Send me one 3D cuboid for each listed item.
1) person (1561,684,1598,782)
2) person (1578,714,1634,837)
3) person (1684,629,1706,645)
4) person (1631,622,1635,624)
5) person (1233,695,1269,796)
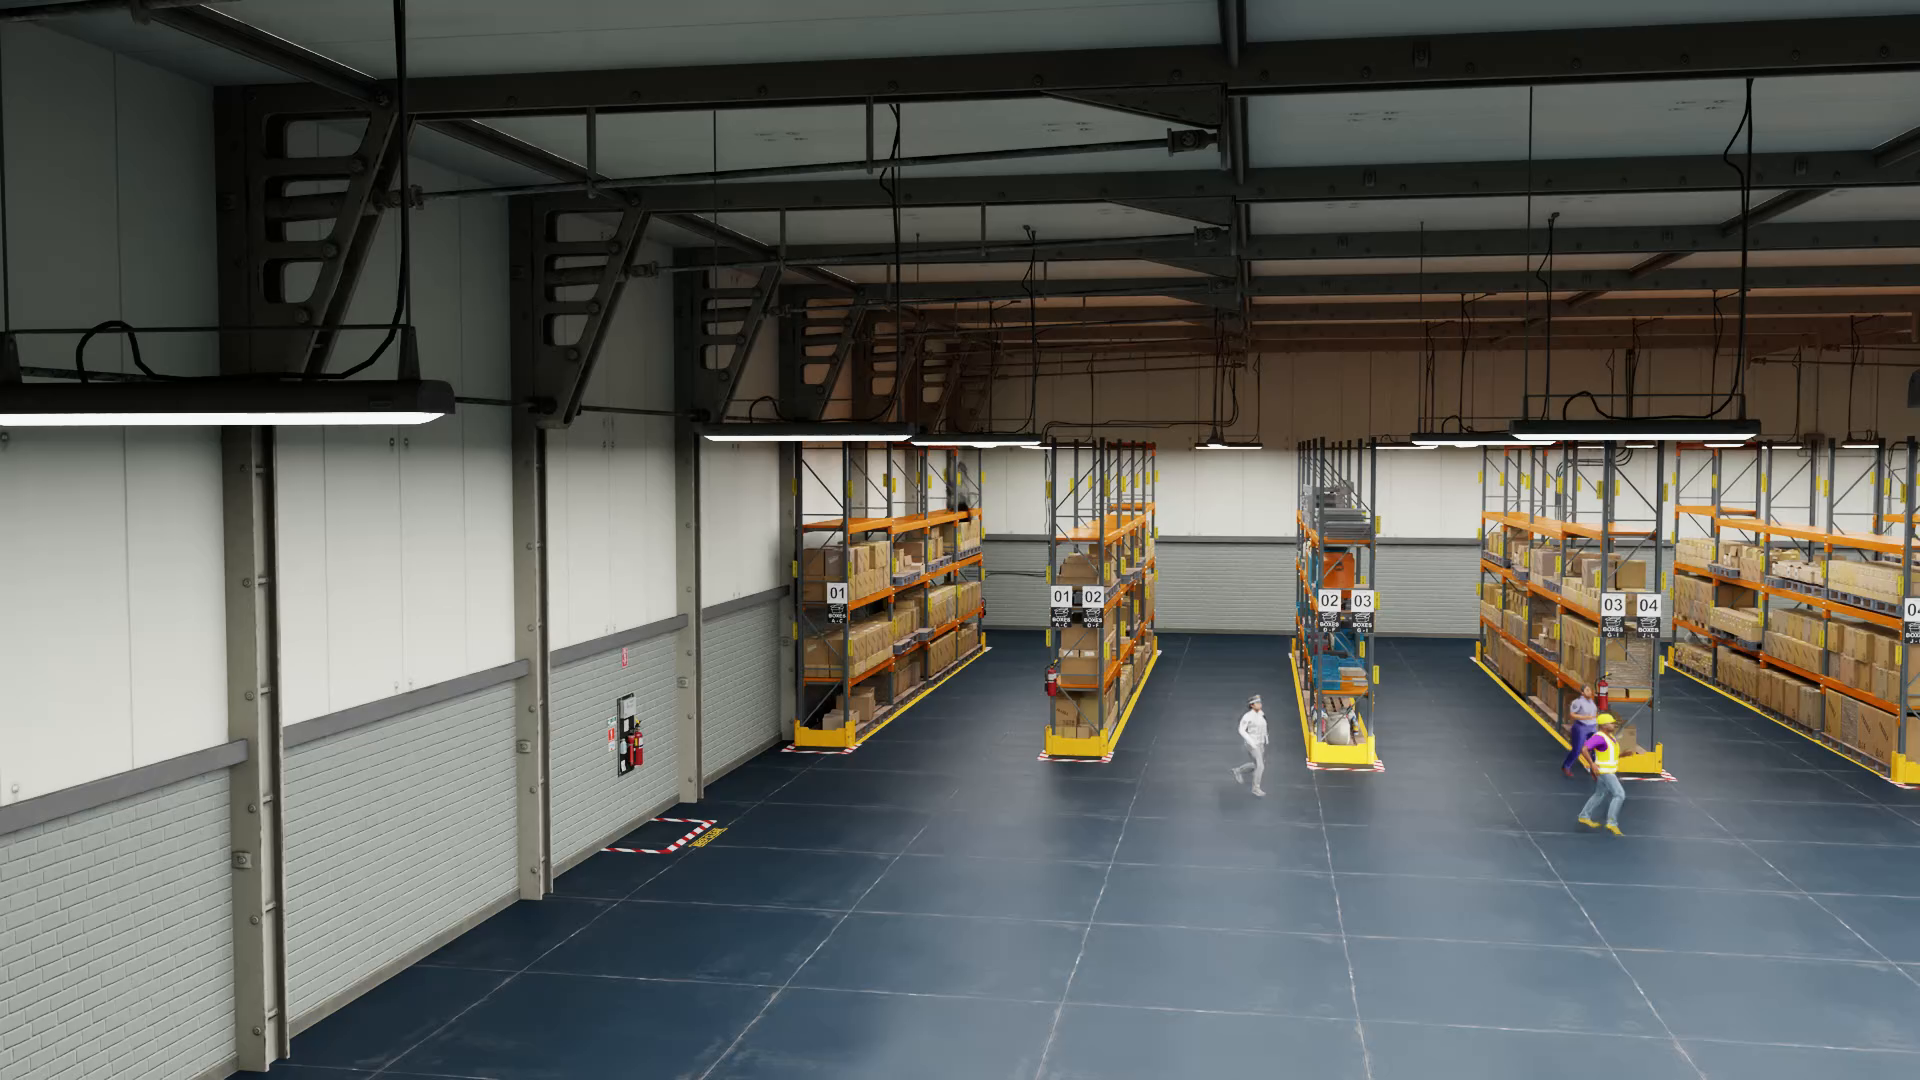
[{"bbox_3d":[10.870,3.364,28.998,0.586,1.699,0.776,-1,3,-21],"label":"person"},{"bbox_3d":[9.688,3.520,24.952,0.770,1.831,0.672,2,3,29],"label":"person"},{"bbox_3d":[20.146,2.448,45.411,0.963,1.806,0.718,0,3,4],"label":"person"},{"bbox_3d":[18.036,2.519,45.389,0.596,1.585,0.633,-1,3,-23],"label":"person"},{"bbox_3d":[4.867,3.417,27.895,0.625,1.698,0.680,-3,4,-44],"label":"person"}]
